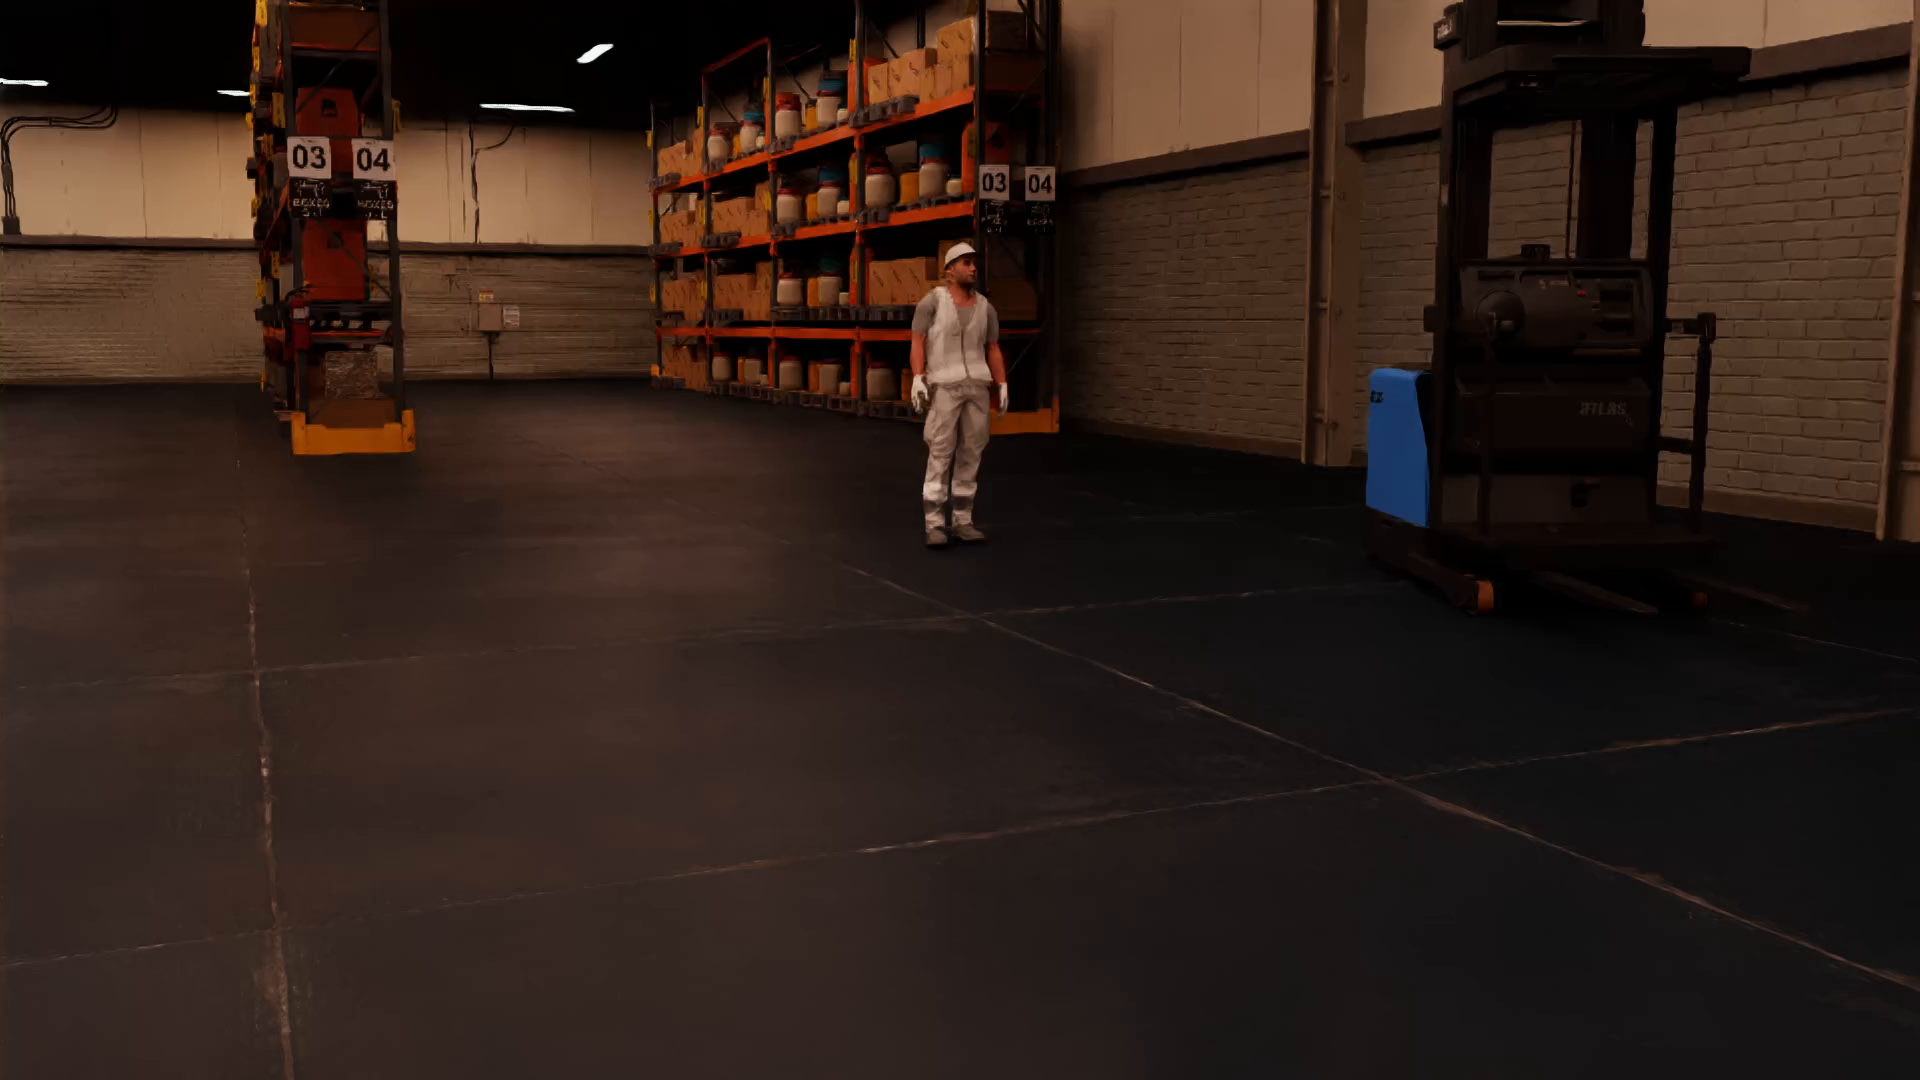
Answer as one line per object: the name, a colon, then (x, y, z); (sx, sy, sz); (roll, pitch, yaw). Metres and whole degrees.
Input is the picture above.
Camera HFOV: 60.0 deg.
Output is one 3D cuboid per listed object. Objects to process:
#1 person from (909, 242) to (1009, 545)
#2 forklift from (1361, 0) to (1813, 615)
person: (0.022, -0.883, 9.959); (0.637, 1.787, 0.563); (-3, 8, -23)
forklift: (2.847, -1.154, 7.695); (1.130, 2.935, 3.031); (0, 8, -4)
